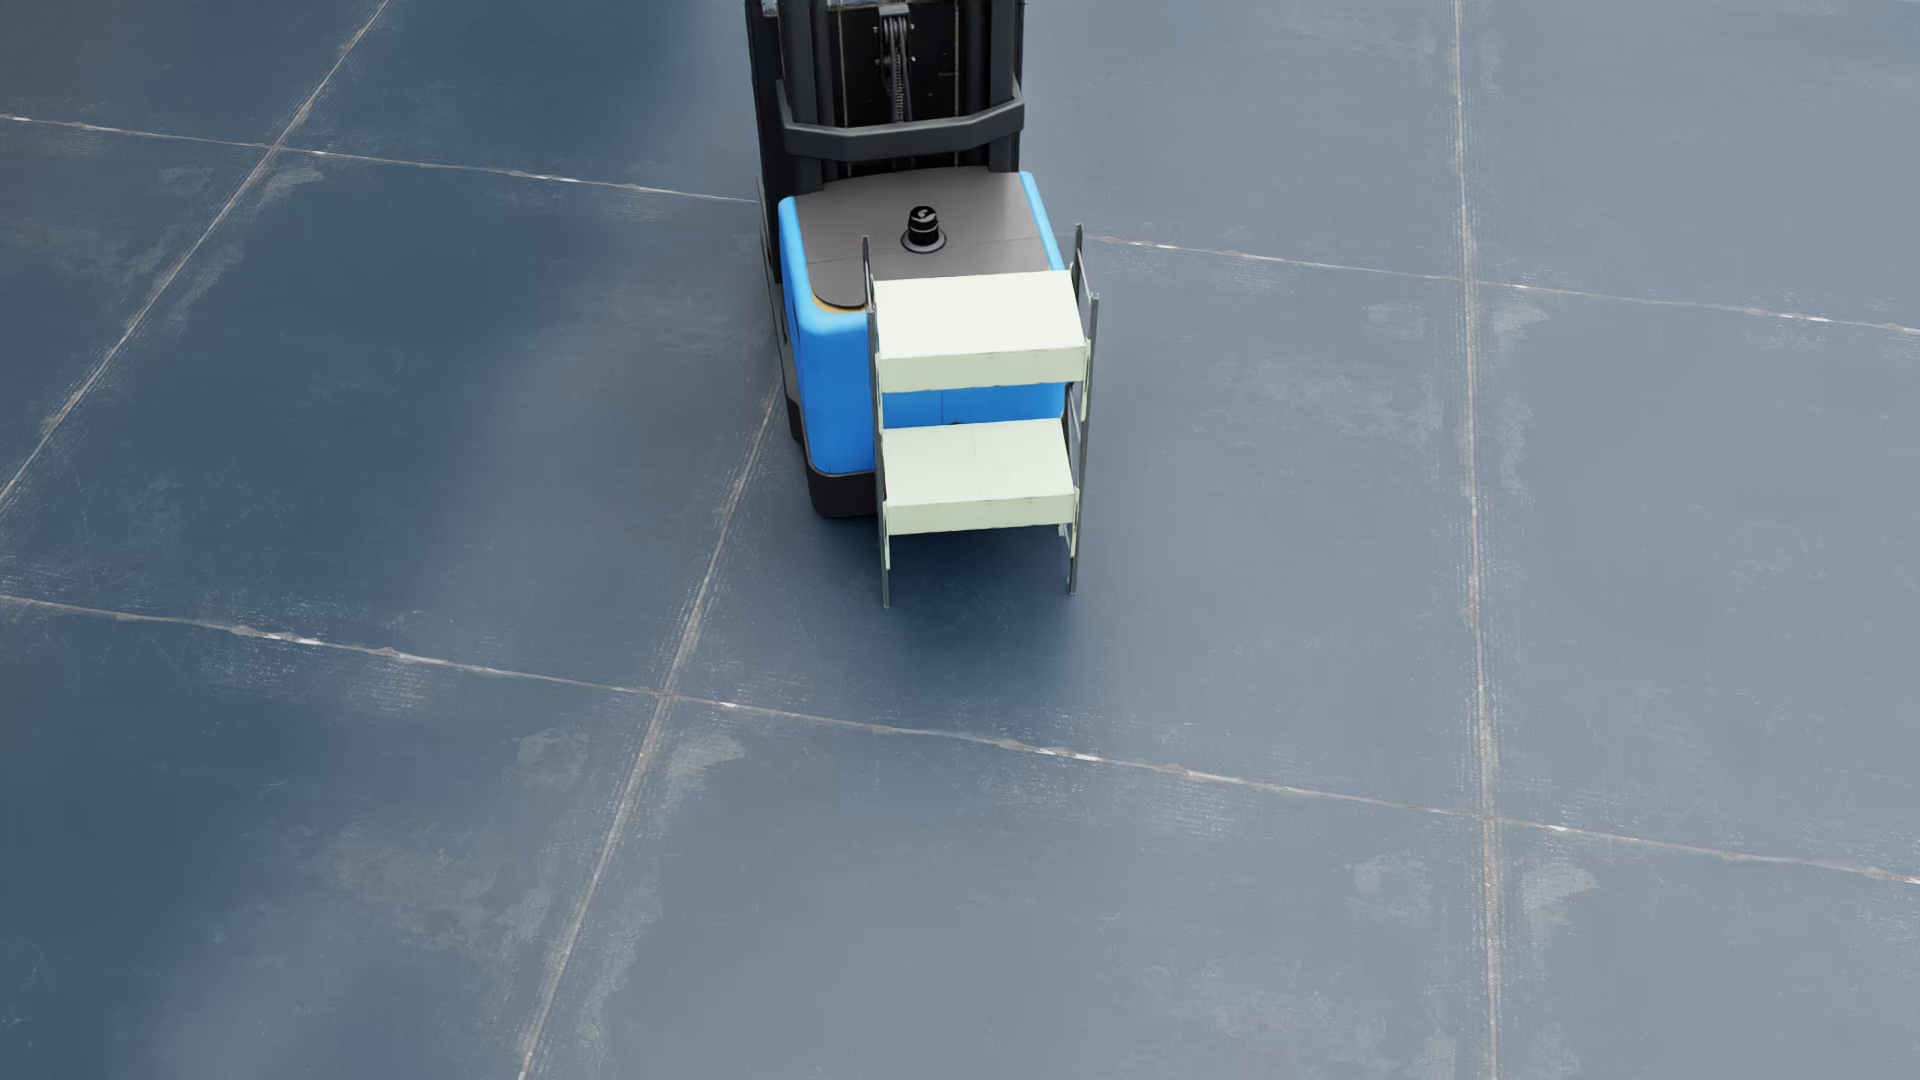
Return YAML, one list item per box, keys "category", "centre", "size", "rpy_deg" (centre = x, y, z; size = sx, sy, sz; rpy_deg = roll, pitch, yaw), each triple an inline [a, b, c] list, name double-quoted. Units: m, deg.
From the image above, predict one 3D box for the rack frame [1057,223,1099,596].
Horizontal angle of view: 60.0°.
- category: "rack frame"
  centre: [0.424, -0.431, 6.101]
  size: [0.023, 1.500, 0.400]
  rpy_deg: [-4, 48, -4]

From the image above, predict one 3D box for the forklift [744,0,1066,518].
- category: "forklift"
  centre: [-0.336, -2.186, 6.715]
  size: [1.130, 2.935, 3.031]
  rpy_deg: [-8, 49, -7]

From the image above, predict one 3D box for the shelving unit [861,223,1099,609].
- category: "shelving unit"
  centre: [0.060, -0.406, 6.079]
  size: [0.755, 1.500, 0.431]
  rpy_deg: [-4, 48, -4]

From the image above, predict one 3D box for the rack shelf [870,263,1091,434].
- category: "rack shelf"
  centre: [0.060, -0.667, 5.789]
  size: [0.720, 0.370, 0.431]
  rpy_deg: [-4, 48, -4]

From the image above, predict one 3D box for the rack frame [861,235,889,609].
- category: "rack frame"
  centre: [-0.305, -0.381, 6.056]
  size: [0.023, 1.500, 0.400]
  rpy_deg: [-4, 48, -4]

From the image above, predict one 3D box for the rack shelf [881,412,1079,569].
- category: "rack shelf"
  centre: [0.060, -0.188, 6.321]
  size: [0.720, 0.370, 0.431]
  rpy_deg: [-4, 48, -4]
